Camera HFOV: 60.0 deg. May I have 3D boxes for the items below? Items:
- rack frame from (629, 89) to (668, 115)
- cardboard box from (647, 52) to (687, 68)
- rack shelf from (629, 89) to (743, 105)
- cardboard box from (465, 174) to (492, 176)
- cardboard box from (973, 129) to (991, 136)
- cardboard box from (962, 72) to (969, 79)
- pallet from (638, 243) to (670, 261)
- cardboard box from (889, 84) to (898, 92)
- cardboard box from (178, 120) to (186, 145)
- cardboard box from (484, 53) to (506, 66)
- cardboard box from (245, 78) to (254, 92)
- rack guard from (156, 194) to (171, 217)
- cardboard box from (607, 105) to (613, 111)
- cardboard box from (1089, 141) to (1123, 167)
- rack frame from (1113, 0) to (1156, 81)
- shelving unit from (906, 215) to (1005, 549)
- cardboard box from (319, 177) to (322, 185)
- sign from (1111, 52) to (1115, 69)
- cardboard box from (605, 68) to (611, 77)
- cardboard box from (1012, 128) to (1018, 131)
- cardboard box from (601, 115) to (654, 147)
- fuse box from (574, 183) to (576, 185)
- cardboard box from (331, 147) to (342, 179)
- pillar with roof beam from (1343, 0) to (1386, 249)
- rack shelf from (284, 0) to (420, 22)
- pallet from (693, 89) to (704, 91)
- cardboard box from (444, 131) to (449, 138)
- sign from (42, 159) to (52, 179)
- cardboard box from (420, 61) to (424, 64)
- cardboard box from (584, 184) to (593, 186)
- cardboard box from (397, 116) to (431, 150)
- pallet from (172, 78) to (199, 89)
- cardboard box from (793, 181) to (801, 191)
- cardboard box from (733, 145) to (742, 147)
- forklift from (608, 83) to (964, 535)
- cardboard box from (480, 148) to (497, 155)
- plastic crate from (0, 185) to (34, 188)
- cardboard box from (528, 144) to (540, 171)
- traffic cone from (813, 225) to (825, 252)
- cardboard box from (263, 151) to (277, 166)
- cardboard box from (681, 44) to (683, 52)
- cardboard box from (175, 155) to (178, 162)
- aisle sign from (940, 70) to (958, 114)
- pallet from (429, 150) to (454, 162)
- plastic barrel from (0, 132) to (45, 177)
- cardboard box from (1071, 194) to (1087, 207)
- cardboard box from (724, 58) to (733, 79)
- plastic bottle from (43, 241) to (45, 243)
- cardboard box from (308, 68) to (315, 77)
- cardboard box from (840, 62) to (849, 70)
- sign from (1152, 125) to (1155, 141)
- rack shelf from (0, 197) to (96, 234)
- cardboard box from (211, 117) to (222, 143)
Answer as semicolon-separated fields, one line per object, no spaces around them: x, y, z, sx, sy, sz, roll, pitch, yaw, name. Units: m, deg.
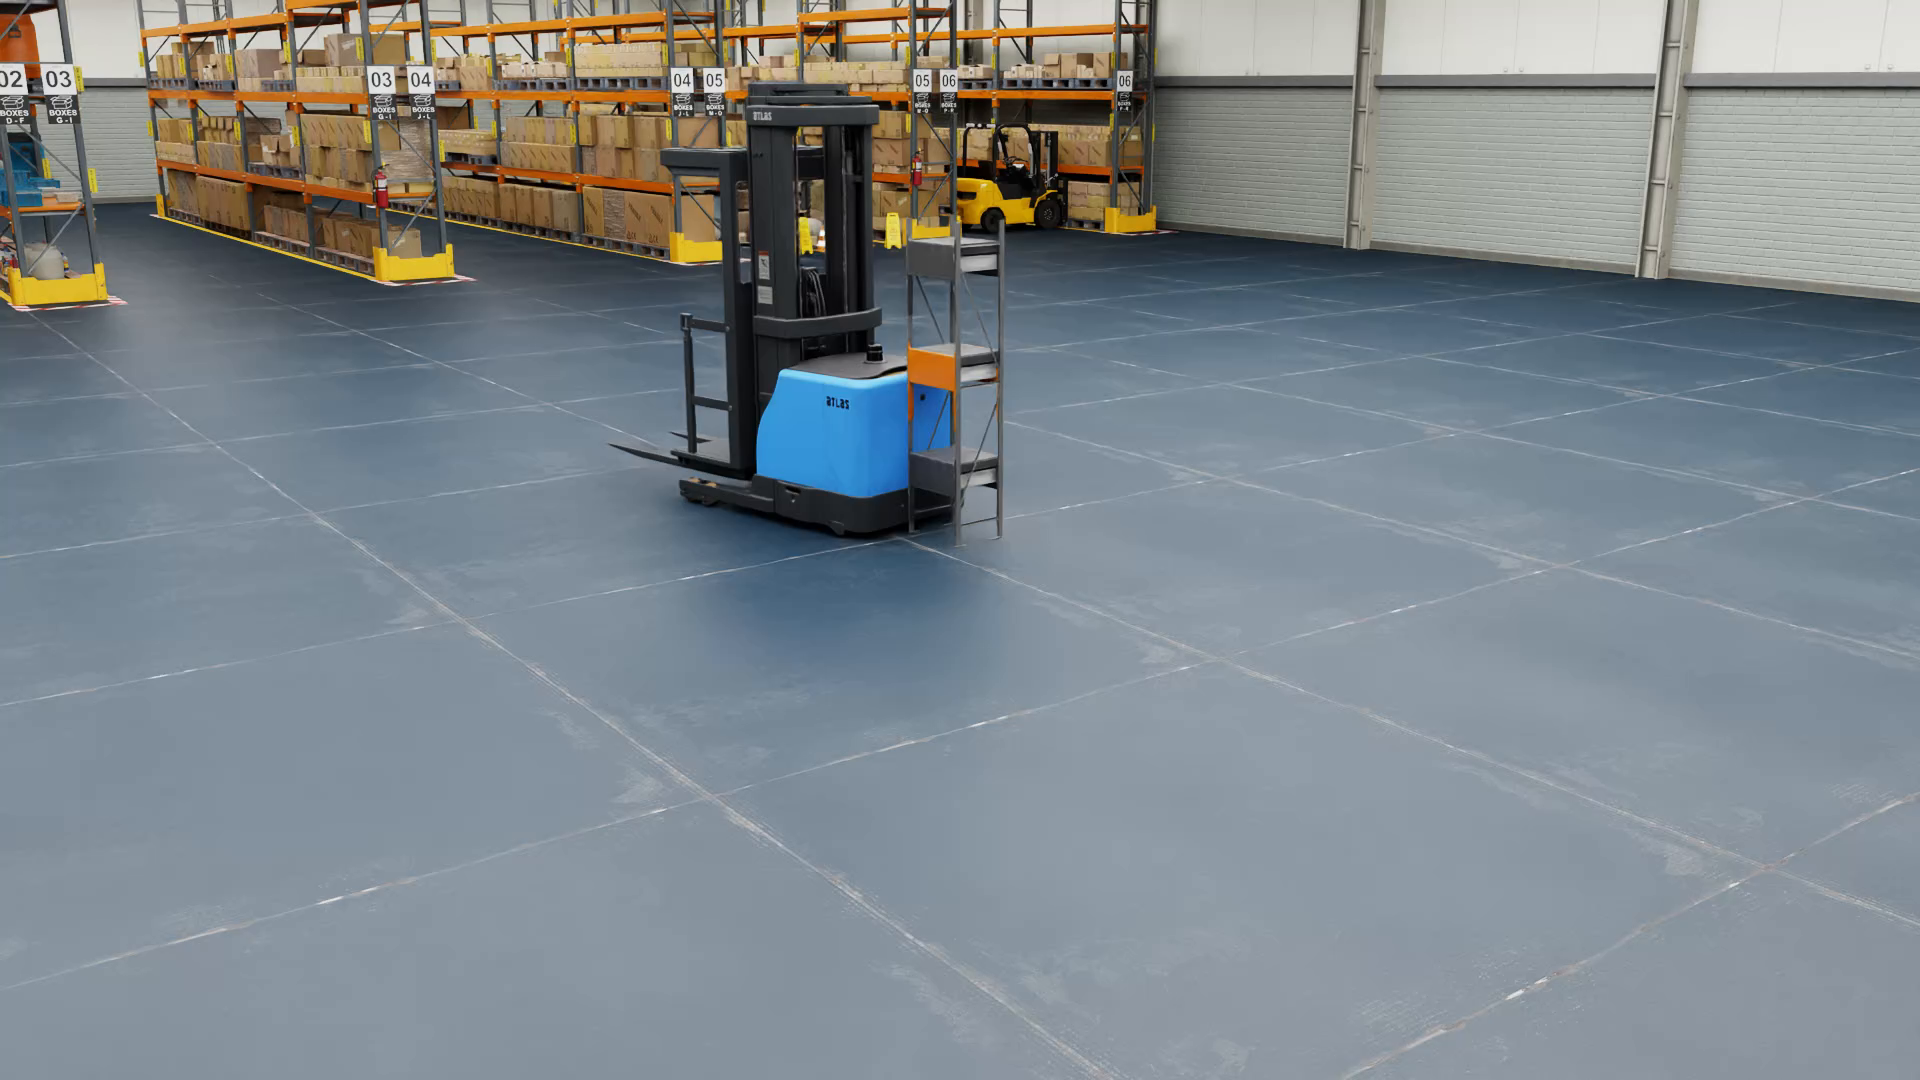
-7.550;-9.649;40.650;1.000;3.000;0.127;-11;19;-35;rack frame
-4.953;-8.127;28.141;0.500;0.250;0.500;-11;19;-34;cardboard box
-6.374;-10.322;38.788;1.077;0.370;4.000;-11;19;-35;rack shelf
-10.852;-8.098;37.502;0.500;0.250;0.500;-11;19;-36;cardboard box
0.519;-9.225;37.680;0.380;0.149;0.250;-11;19;-35;cardboard box
0.274;-10.476;37.480;0.380;0.149;0.250;-11;19;-35;cardboard box
-4.972;-5.111;29.349;1.003;0.211;1.213;-11;19;-35;pallet
-1.103;-8.493;31.220;0.380;0.149;0.250;-11;19;-34;cardboard box
-16.344;-8.708;35.511;0.500;0.500;0.500;-11;19;-34;cardboard box
-9.591;-9.916;34.301;0.396;0.266;0.258;-11;19;-35;cardboard box
-12.842;-8.382;30.621;0.500;0.250;0.500;-10;18;-33;cardboard box
-17.932;-7.765;38.499;1.175;0.500;0.348;-11;19;-35;rack guard
-8.534;-10.736;41.308;0.380;0.149;0.250;-11;19;-35;cardboard box
3.017;-7.971;34.327;0.500;0.500;0.500;-11;19;-36;cardboard box
3.519;-10.752;33.313;1.000;3.000;0.127;-11;19;-35;rack frame
-0.032;-1.040;10.897;0.431;2.100;0.503;-13;20;-39;shelving unit
-10.519;-6.033;27.912;0.380;0.149;0.250;-11;19;-35;cardboard box
3.071;-9.613;33.306;0.100;0.325;0.005;-11;19;-35;sign
-6.101;-8.325;29.621;0.380;0.149;0.250;-11;19;-34;cardboard box
1.355;-9.064;36.528;0.380;0.149;0.250;-11;19;-34;cardboard box
-5.978;-7.424;30.190;0.875;0.550;0.550;-11;19;-35;cardboard box
-11.451;-11.377;49.404;0.539;1.711;0.414;-11;19;-35;fuse box
-9.746;-6.172;27.193;0.875;0.500;0.500;-11;19;-35;cardboard box
3.884;-9.091;27.245;9.100;9.000;0.400;-11;19;-35;pillar with roof beam
-9.686;-8.521;26.531;1.077;0.370;4.000;-11;19;-35;rack shelf
-5.620;-10.280;37.630;1.213;0.211;1.003;-10;18;-32;pallet
-11.022;-8.850;36.284;0.380;0.149;0.250;-11;19;-35;cardboard box
-14.417;-5.851;26.246;0.100;0.325;0.005;-11;19;-35;sign
-11.900;-10.692;37.358;0.380;0.149;0.250;-12;19;-37;cardboard box
-9.433;-9.345;43.595;0.875;0.438;0.875;-12;19;-36;cardboard box
-8.613;-6.382;26.067;0.500;0.500;0.500;-11;19;-35;cardboard box
-16.039;-9.692;35.290;1.003;0.211;1.213;-11;19;-35;pallet
-4.312;-9.454;44.320;0.396;0.266;0.258;-10;18;-33;cardboard box
-4.750;-8.585;36.442;0.380;0.149;0.250;-11;19;-34;cardboard box
-1.405;-1.750;11.919;3.031;2.935;1.130;13;20;40;forklift
-9.804;-8.121;34.745;0.380;0.149;0.250;-10;18;-34;cardboard box
-13.430;-4.908;23.609;0.499;0.251;0.408;-11;19;-35;plastic crate
-8.208;-7.593;32.948;0.500;0.500;0.500;-11;19;-35;cardboard box
-2.489;-5.510;30.332;0.336;0.463;0.334;-11;19;-35;traffic cone
-12.415;-6.994;30.435;0.500;0.250;0.500;-12;19;-36;cardboard box
-4.675;-8.487;28.701;0.380;0.149;0.250;-11;19;-35;cardboard box
-16.915;-8.333;36.317;0.380;0.149;0.250;-10;18;-34;cardboard box
-0.207;-8.376;31.072;0.394;0.787;0.004;-11;19;-35;aisle sign
-11.163;-8.581;37.110;1.003;0.211;1.213;-11;19;-35;pallet
-14.851;-6.005;26.386;0.600;0.901;0.708;-11;19;-35;plastic barrel
2.693;-7.140;34.947;0.500;0.250;0.500;-11;19;-35;cardboard box
-5.542;-10.552;37.273;0.797;0.503;0.637;-12;20;-38;cardboard box
-14.257;-4.476;25.932;0.144;0.351;0.185;-11;19;-36;plastic bottle
-10.566;-7.745;27.537;0.380;0.149;0.250;-11;19;-34;cardboard box
-2.115;-9.264;32.524;0.380;0.149;0.250;-11;19;-35;cardboard box
3.971;-8.399;34.291;0.100;0.325;0.005;-11;19;-35;sign
-13.693;-4.860;24.514;1.077;0.370;4.000;-11;19;-35;rack shelf
-14.790;-8.360;33.848;0.797;0.503;0.637;-11;19;-34;cardboard box
